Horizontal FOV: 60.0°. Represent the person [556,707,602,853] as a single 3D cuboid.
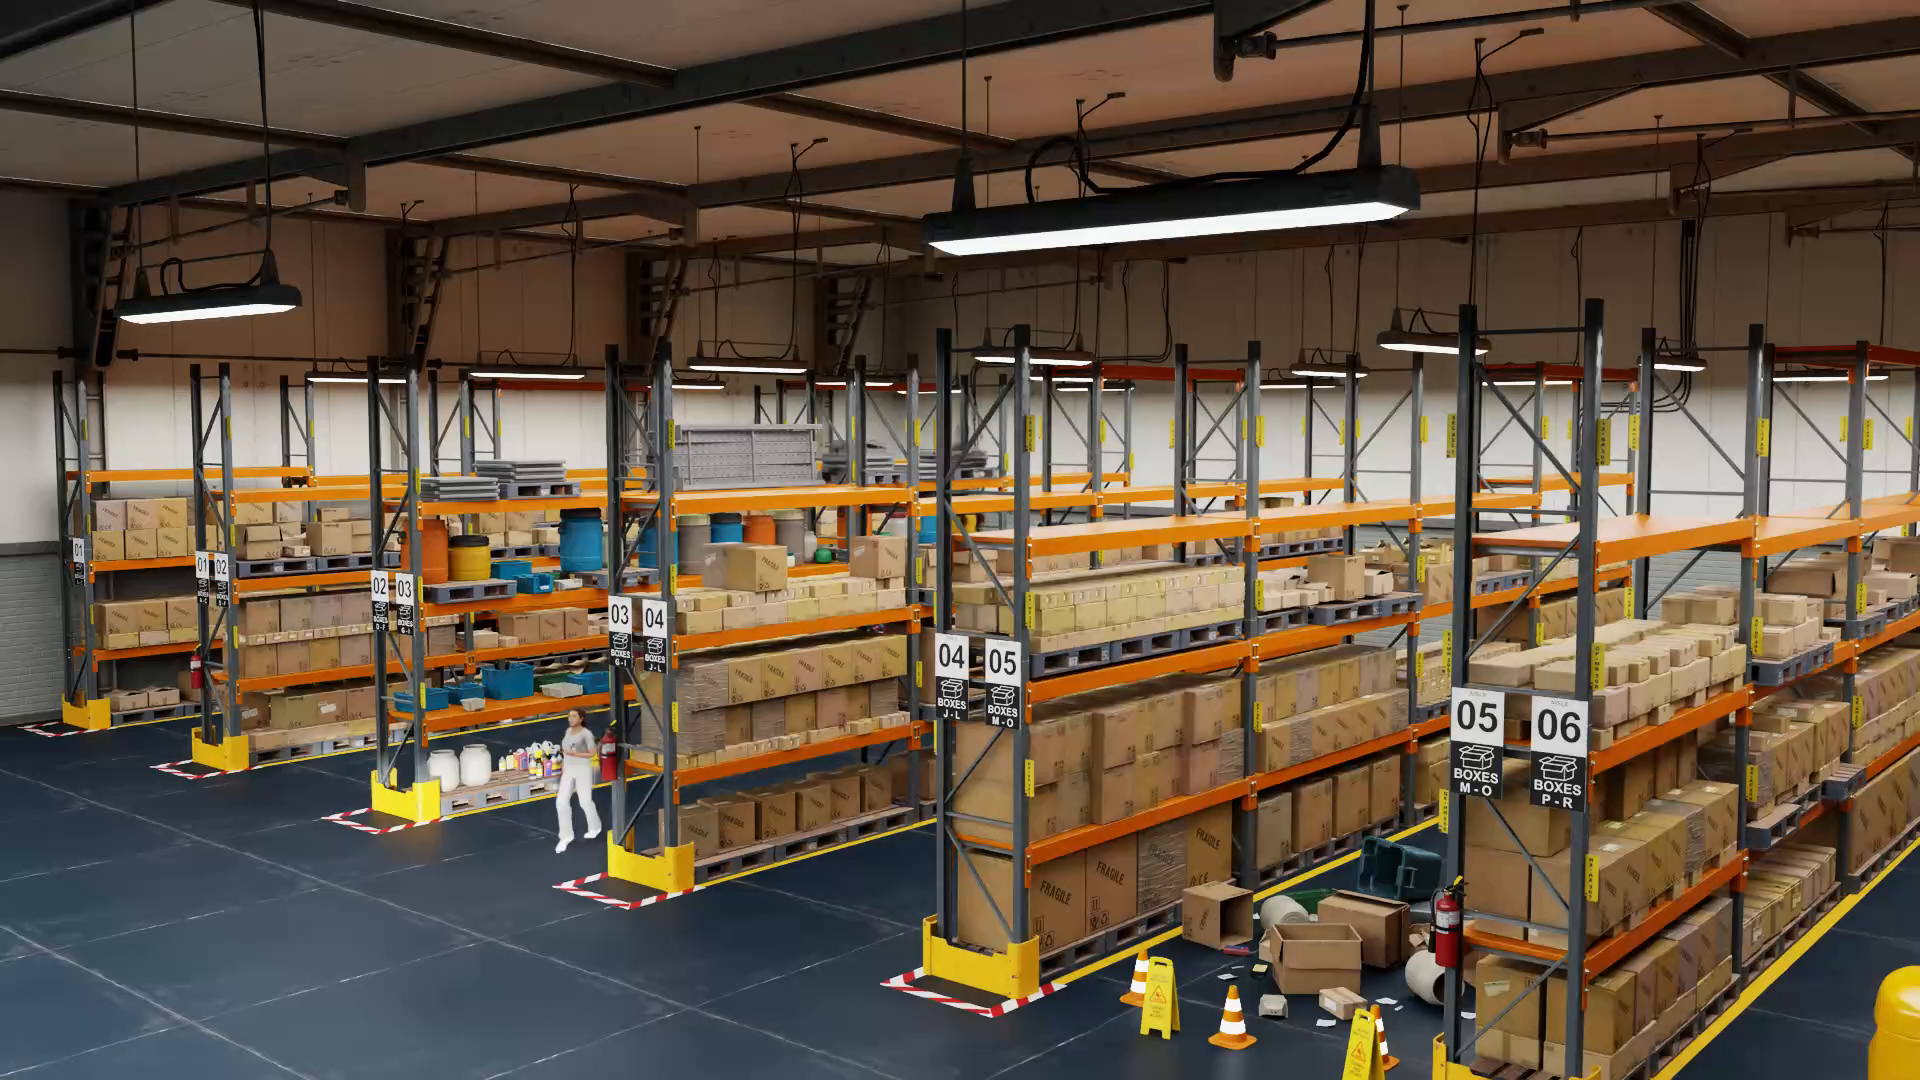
[{"bbox_3d":[-4.609,2.863,20.116,0.546,1.714,0.735,2,4,21],"label":"person"}]
